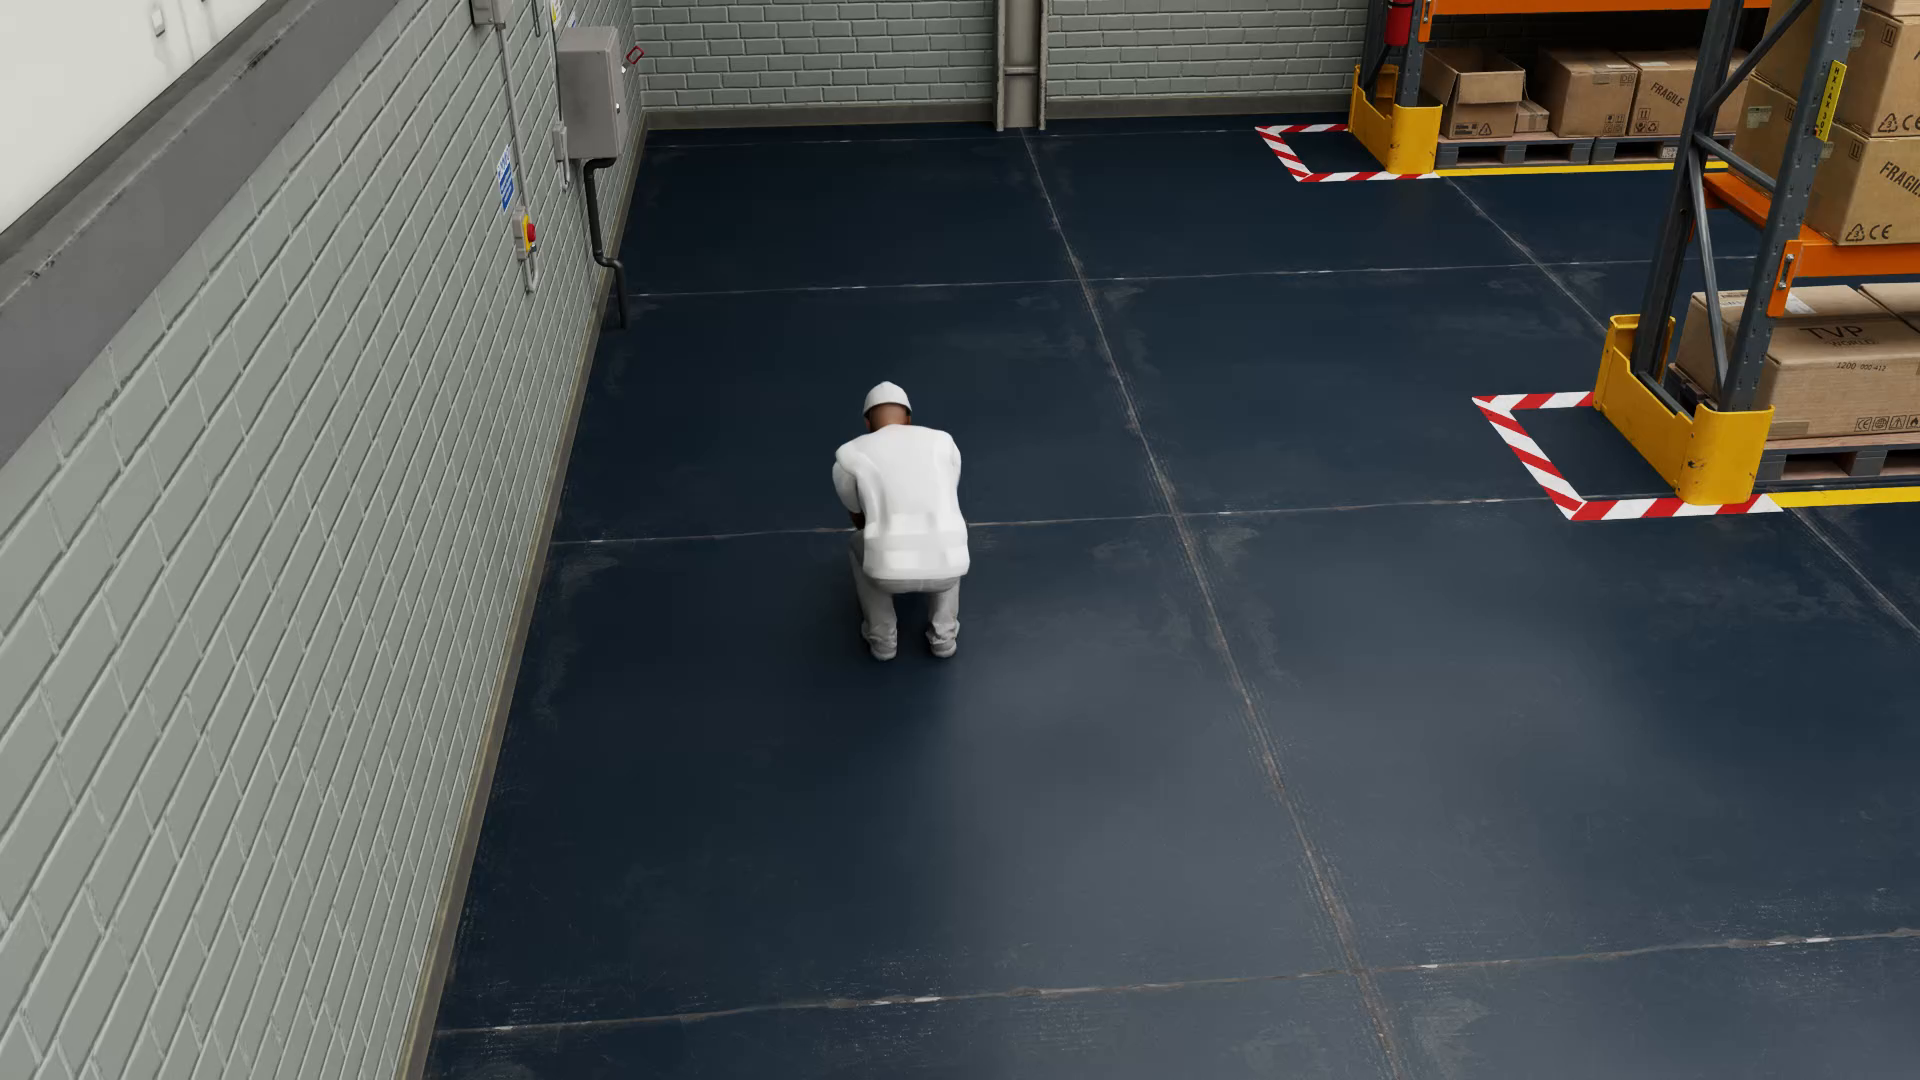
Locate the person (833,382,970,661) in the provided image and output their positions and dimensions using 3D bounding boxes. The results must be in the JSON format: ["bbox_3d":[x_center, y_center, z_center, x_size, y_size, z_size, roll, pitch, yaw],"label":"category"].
[{"bbox_3d":[-0.250,-0.060,6.954,0.540,1.011,0.872,-3,31,-6],"label":"person"}]
